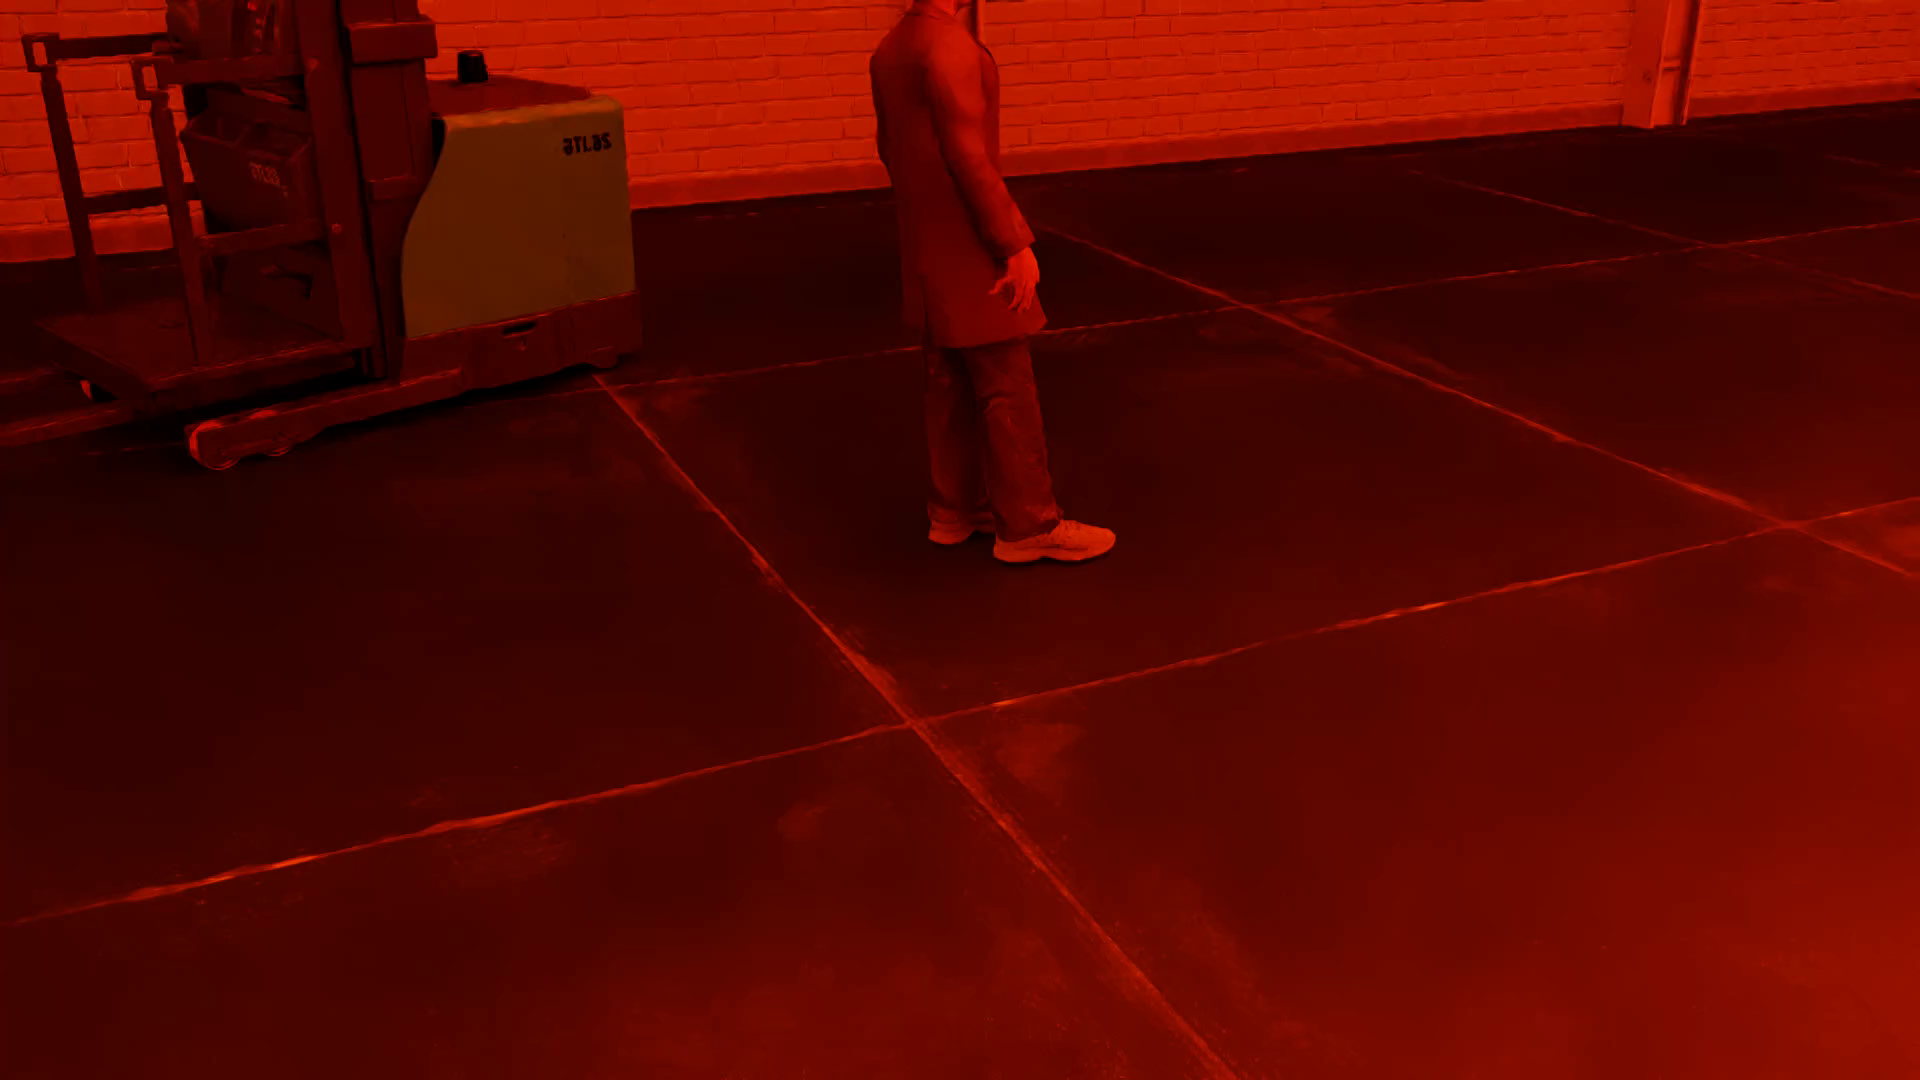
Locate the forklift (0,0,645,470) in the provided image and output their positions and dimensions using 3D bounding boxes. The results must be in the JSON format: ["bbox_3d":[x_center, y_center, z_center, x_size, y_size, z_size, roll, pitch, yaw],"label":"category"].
[{"bbox_3d":[-2.695,-1.785,5.667,1.129,2.867,3.031,21,30,41],"label":"forklift"}]

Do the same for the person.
[{"bbox_3d":[0.095,-0.841,4.796,0.560,1.776,0.648,-10,25,-23],"label":"person"}]
